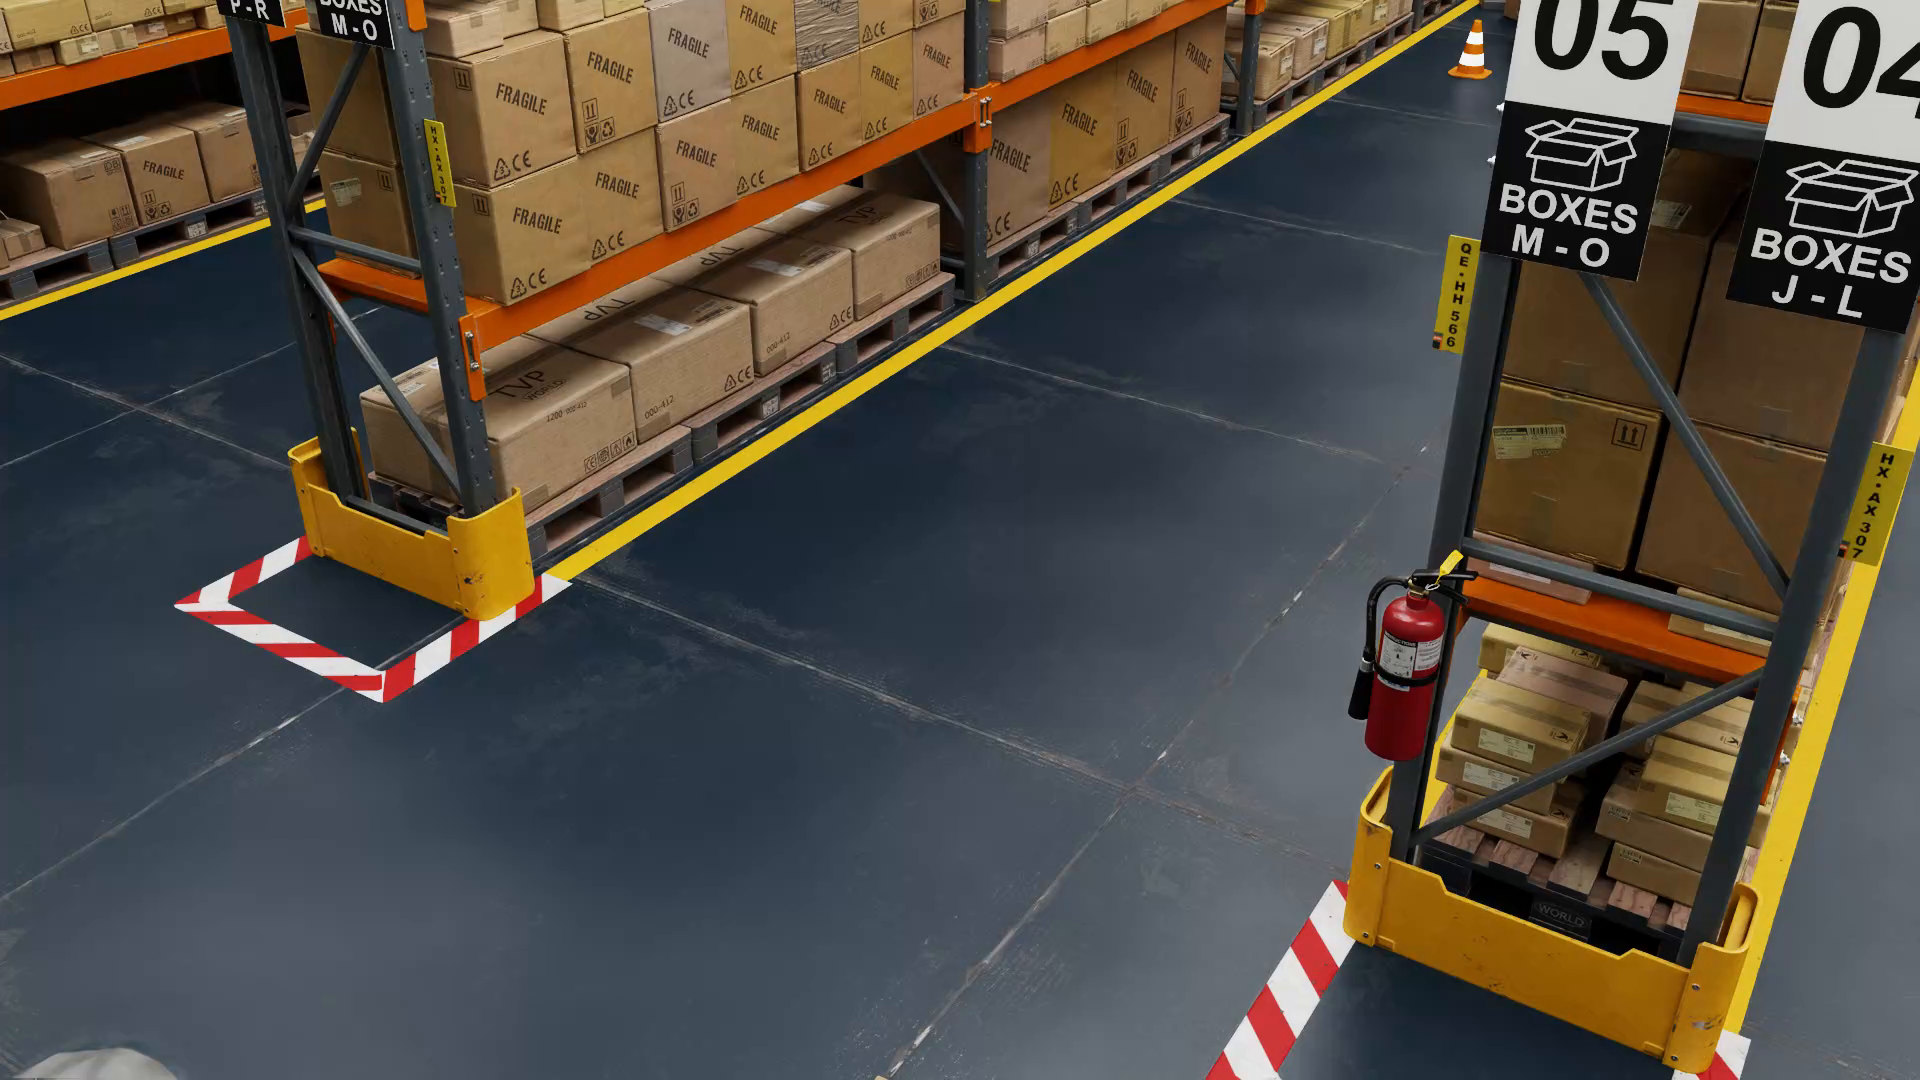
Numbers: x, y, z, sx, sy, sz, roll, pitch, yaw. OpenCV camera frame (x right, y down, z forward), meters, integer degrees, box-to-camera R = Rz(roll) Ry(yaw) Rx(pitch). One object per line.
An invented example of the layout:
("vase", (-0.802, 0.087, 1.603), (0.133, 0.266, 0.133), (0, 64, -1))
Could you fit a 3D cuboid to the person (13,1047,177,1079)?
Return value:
("person", (-1.623, 1.668, 3.268), (0.480, 1.654, 0.929), (26, 39, 36))
